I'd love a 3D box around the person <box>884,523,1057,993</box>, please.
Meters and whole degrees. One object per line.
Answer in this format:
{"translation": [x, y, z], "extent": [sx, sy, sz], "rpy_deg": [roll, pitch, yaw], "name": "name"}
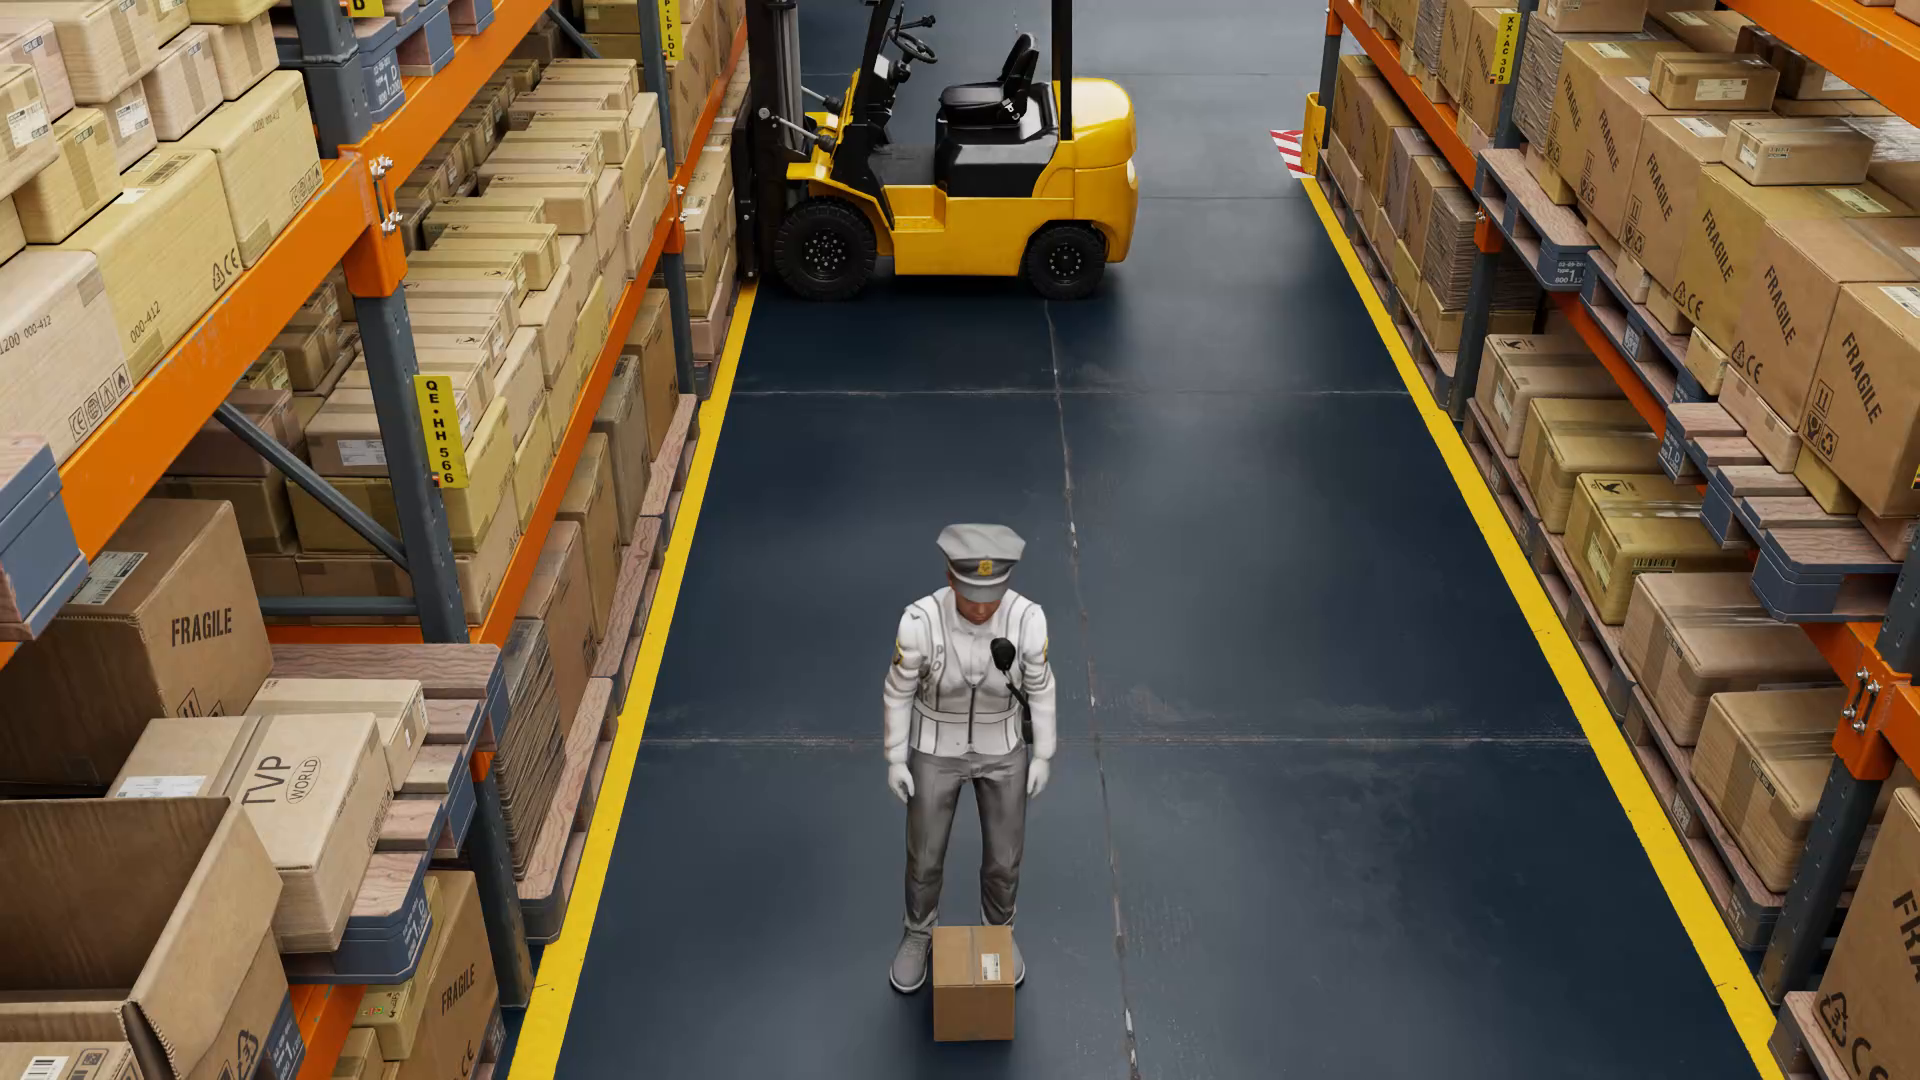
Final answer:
{"translation": [0.031, 0.663, 5.059], "extent": [0.527, 1.662, 0.375], "rpy_deg": [-1, 32, -2], "name": "person"}
